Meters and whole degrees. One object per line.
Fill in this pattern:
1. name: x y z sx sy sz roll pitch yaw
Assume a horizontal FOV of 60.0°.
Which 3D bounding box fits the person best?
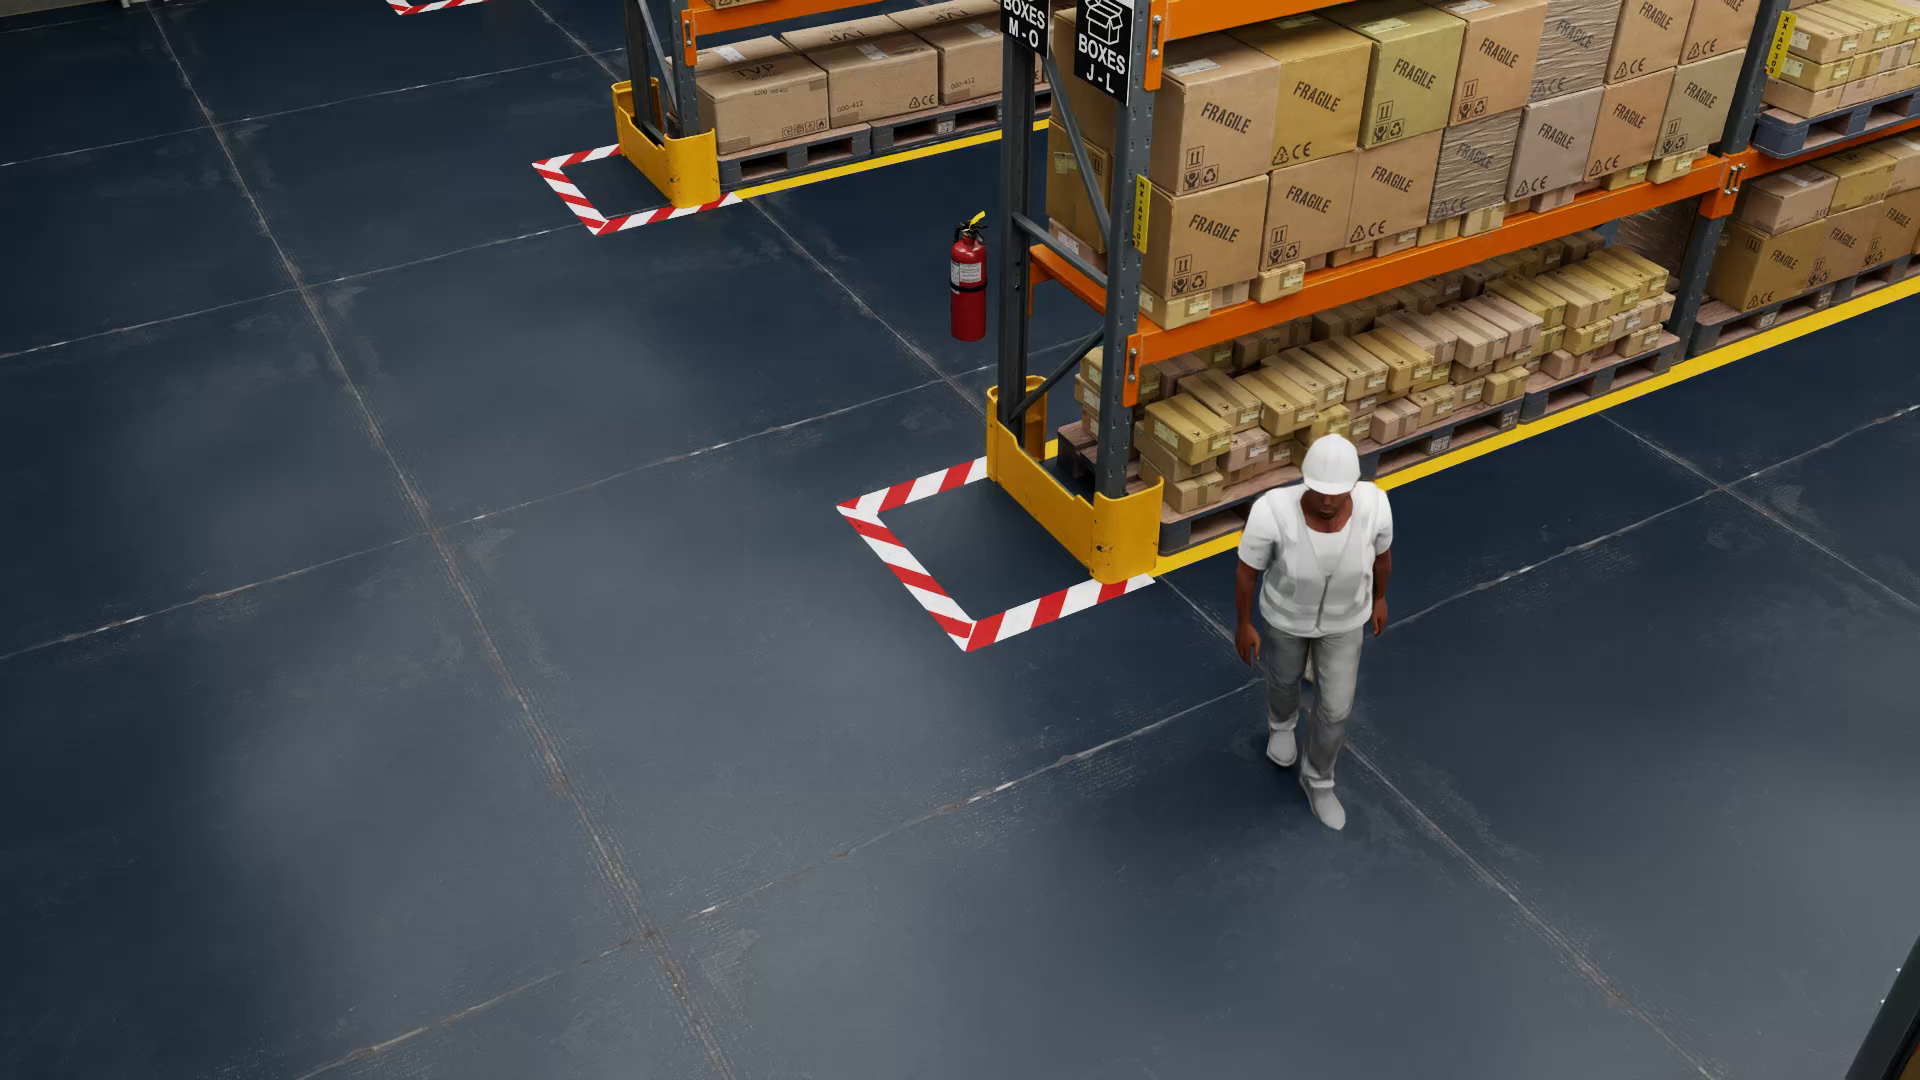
1. person: 1.375 0.298 6.538 0.629 1.798 0.612 4 37 5
